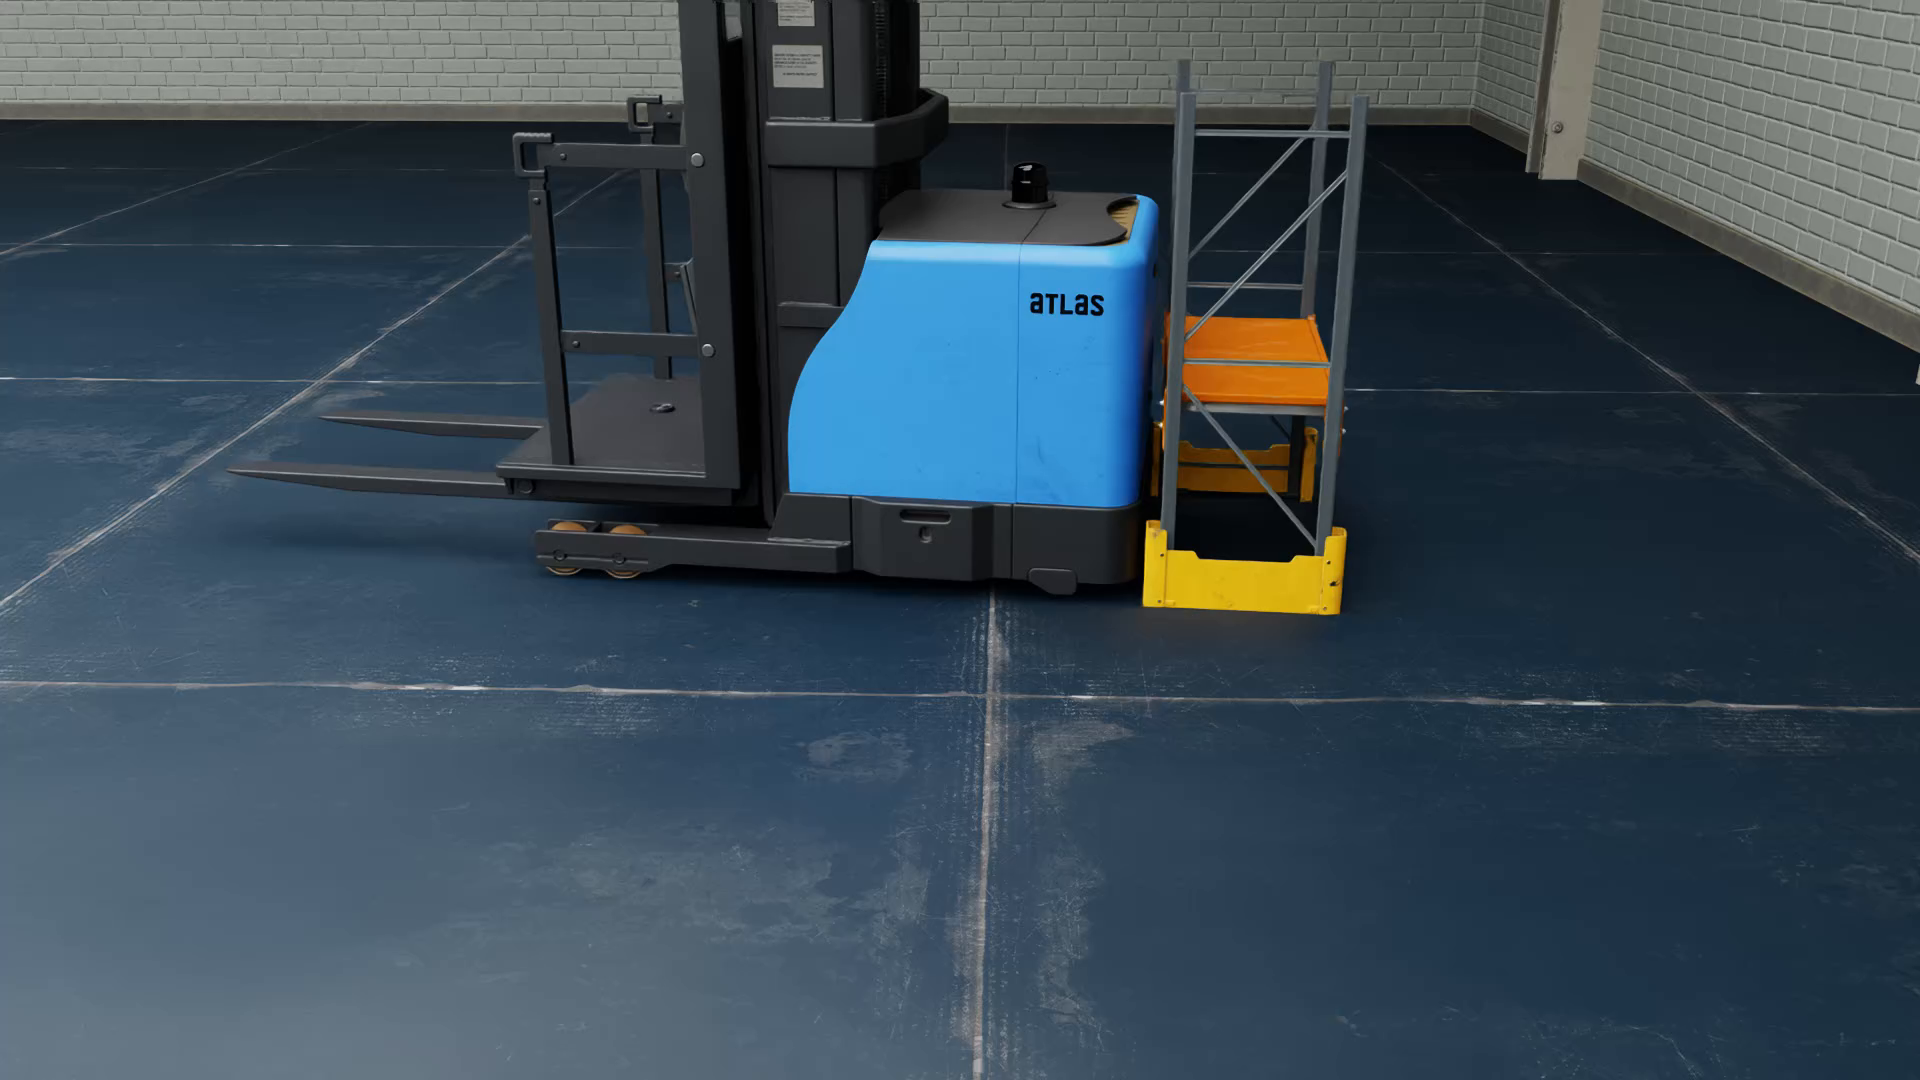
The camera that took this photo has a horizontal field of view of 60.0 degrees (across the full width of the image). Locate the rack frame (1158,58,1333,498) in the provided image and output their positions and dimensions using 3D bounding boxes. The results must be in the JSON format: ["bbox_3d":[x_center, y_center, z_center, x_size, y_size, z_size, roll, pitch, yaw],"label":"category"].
[{"bbox_3d":[0.961,-0.866,5.688,0.500,1.500,0.032,2,21,6],"label":"rack frame"}]

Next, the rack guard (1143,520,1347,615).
[{"bbox_3d":[0.846,0.082,4.973,0.587,0.250,0.087,2,21,6],"label":"rack guard"}]

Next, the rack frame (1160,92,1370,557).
[{"bbox_3d":[0.846,-0.501,4.746,0.500,1.500,0.032,2,21,6],"label":"rack frame"}]

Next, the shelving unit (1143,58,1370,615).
[{"bbox_3d":[0.903,-0.680,5.208,0.587,1.500,1.083,2,21,6],"label":"shelving unit"}]

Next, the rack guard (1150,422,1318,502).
[{"bbox_3d":[0.959,-0.276,5.896,0.587,0.250,0.087,2,21,6],"label":"rack guard"}]

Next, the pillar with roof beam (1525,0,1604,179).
[{"bbox_3d":[0.231,-7.033,11.216,9.100,9.000,0.400,1,21,2],"label":"pillar with roof beam"}]

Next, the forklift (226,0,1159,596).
[{"bbox_3d":[-0.890,-1.428,5.158,3.031,2.935,1.130,3,21,8],"label":"forklift"}]

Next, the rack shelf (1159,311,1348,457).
[{"bbox_3d":[0.904,-0.516,5.282,0.538,0.185,1.000,2,21,6],"label":"rack shelf"}]
